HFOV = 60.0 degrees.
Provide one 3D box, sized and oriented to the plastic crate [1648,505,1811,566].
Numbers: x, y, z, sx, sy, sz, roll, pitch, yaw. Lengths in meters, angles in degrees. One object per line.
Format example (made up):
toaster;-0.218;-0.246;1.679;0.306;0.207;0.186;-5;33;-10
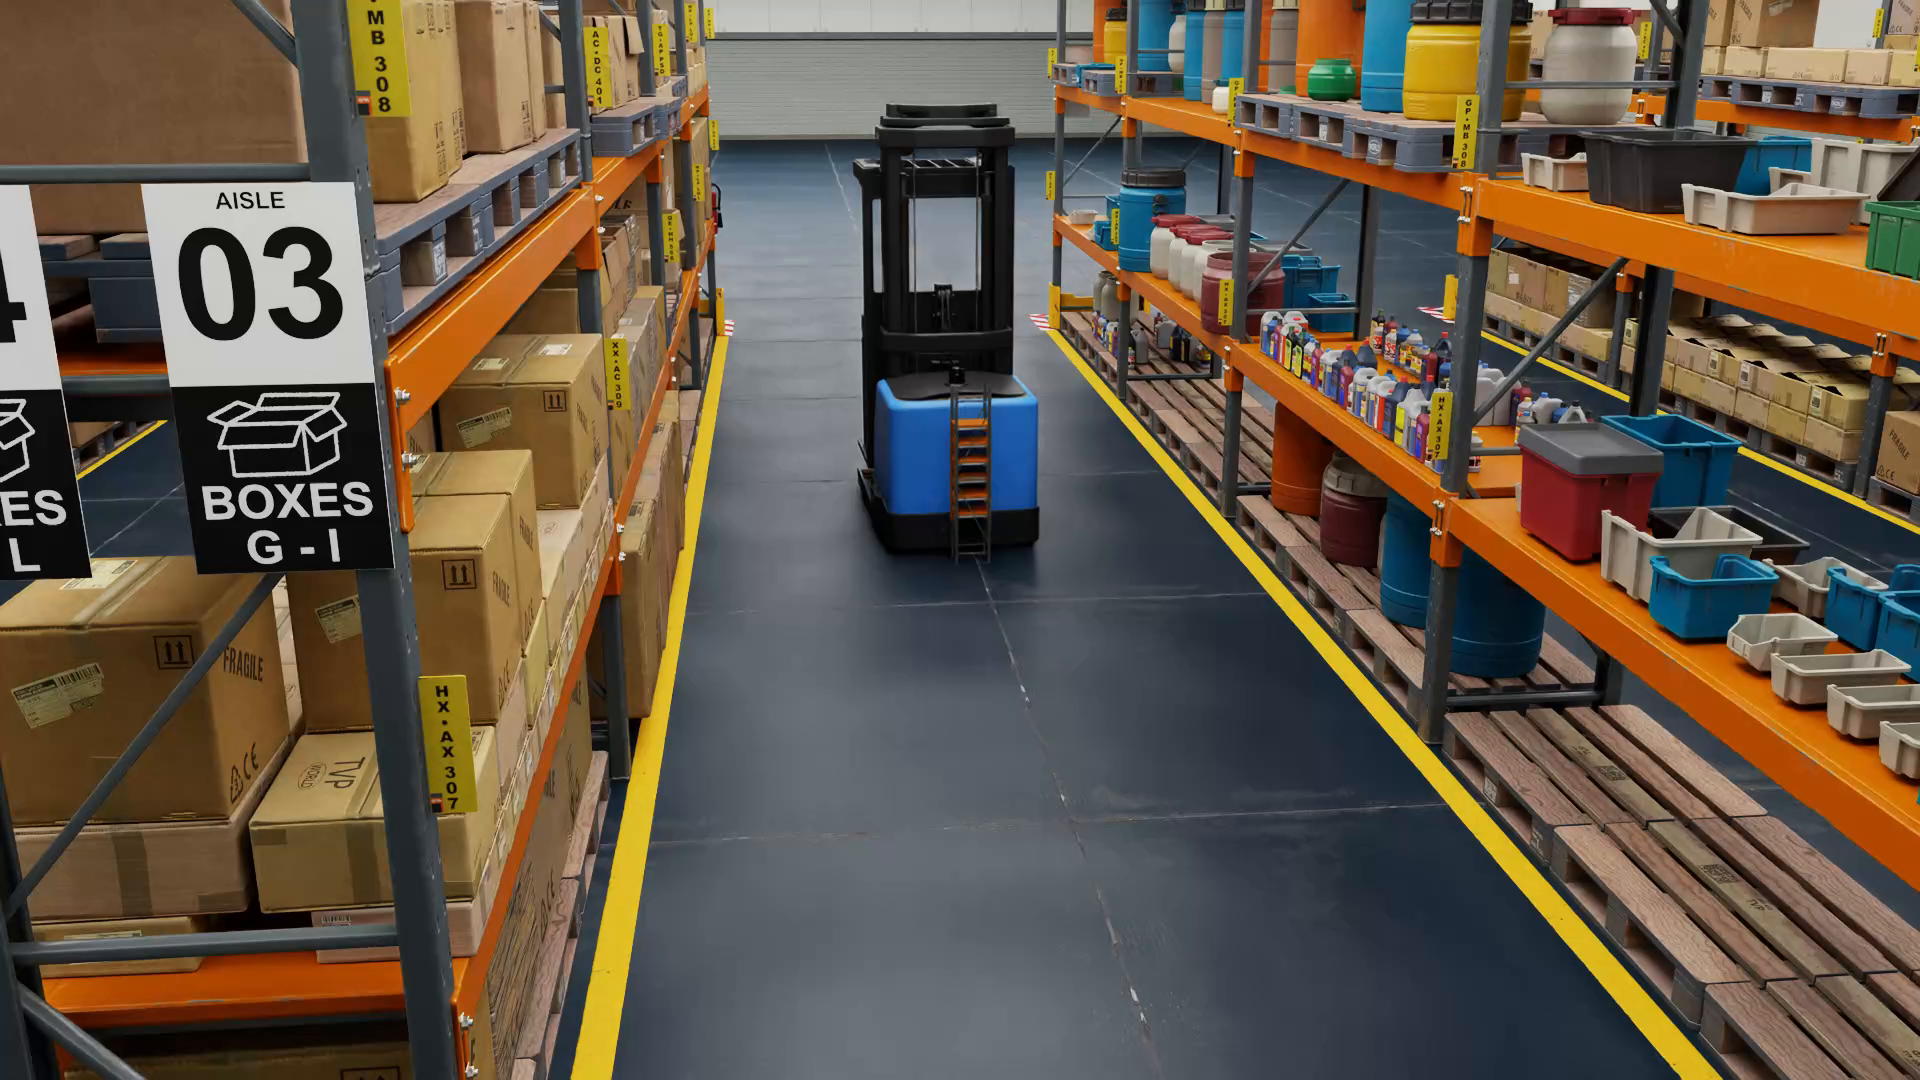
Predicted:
plastic crate;3.220;0.000;7.027;0.437;0.125;0.590;-2;18;-6

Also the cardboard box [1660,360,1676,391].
cardboard box;6.786;-1.571;15.563;0.500;0.250;0.500;-1;17;-4

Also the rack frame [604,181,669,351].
rack frame;-2.502;-1.466;11.340;1.000;3.000;0.127;-2;18;-6

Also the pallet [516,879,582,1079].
pallet;-1.960;1.649;6.071;1.003;0.211;1.213;-2;18;-6

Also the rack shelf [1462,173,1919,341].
rack shelf;3.044;-0.920;5.791;1.077;0.370;4.000;-2;18;-6

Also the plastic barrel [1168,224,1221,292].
plastic barrel;1.968;-2.365;13.977;0.433;0.535;0.433;0;17;0

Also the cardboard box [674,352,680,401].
cardboard box;-2.872;-1.492;14.859;0.700;0.500;0.500;-3;18;-10

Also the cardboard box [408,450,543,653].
cardboard box;-1.569;0.035;5.061;0.500;0.500;0.500;-2;18;-7

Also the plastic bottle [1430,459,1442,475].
plastic bottle;2.475;-0.476;8.392;0.152;0.276;0.135;-2;18;-6

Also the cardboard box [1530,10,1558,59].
cardboard box;6.426;-5.397;17.752;0.500;0.500;0.500;-2;18;-6

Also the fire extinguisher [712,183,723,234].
fire extinguisher;-2.880;-3.861;19.097;0.296;0.674;0.183;-2;18;-6

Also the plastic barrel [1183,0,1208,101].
plastic barrel;2.280;-4.336;14.637;0.600;0.901;0.708;-2;18;-6

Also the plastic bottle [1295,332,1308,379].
plastic bottle;2.188;-1.177;10.612;0.061;0.283;0.133;-2;18;-6

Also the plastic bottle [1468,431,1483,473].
plastic bottle;2.597;-0.450;8.433;0.097;0.201;0.097;0;17;0

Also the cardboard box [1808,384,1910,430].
cardboard box;7.053;-1.076;13.049;0.500;0.311;0.500;-1;17;-4

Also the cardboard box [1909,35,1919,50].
cardboard box;11.259;-5.529;19.071;0.500;0.500;0.500;-1;17;-2

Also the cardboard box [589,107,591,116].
cardboard box;-2.094;-2.234;8.497;0.380;0.149;0.250;-2;18;-8

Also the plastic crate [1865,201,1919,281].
plastic crate;2.864;-0.851;4.725;0.450;0.188;0.336;-2;18;-6

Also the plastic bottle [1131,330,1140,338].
plastic bottle;1.784;-1.974;16.768;0.152;0.276;0.135;-2;18;-6

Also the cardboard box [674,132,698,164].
cardboard box;-2.761;-3.615;15.853;0.500;0.500;0.500;-2;18;-6

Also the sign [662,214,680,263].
sign;-1.950;-2.037;11.224;0.100;0.325;0.005;-2;18;-6

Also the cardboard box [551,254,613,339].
cardboard box;-2.223;-1.196;8.636;0.797;0.503;0.637;-2;17;-5

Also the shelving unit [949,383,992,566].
shelving unit;0.072;-0.435;11.059;0.258;1.200;0.189;-3;18;-8

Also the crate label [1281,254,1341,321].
crate label;2.591;-1.940;12.791;0.502;0.435;0.616;-2;18;-6

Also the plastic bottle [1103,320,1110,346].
plastic bottle;1.543;-2.169;17.398;0.097;0.271;0.097;0;17;0

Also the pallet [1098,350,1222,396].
pallet;1.984;-1.682;16.682;1.003;0.211;1.213;-2;18;-6

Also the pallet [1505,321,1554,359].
pallet;6.770;-2.235;18.444;1.003;0.211;1.213;-2;18;-6

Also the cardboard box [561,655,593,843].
cardboard box;-2.101;0.738;7.165;0.875;0.875;0.875;-2;18;-6

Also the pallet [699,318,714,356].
pallet;-3.271;-2.253;18.503;1.003;0.211;1.213;-2;18;-6

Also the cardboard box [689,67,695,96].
cardboard box;-2.766;-4.317;15.663;0.500;0.250;0.500;-2;18;-6

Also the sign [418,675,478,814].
sign;-1.124;0.451;3.655;0.100;0.325;0.005;-2;18;-6

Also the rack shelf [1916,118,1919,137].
rack shelf;7.558;-2.263;10.071;1.077;0.370;4.000;-2;18;-6

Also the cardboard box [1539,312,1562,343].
cardboard box;6.566;-2.281;17.823;0.500;0.250;0.500;-2;18;-6

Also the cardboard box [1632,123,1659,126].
cardboard box;6.783;-4.061;17.273;0.700;0.500;0.500;-2;18;-6

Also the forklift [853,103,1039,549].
forklift;-0.192;-1.737;12.317;1.130;2.935;3.031;-3;18;-8

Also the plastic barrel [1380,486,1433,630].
plastic barrel;2.725;0.000;9.472;0.600;0.901;0.708;-2;18;-6

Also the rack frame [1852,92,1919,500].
rack frame;7.352;-1.771;12.311;1.000;3.000;0.127;-2;18;-6

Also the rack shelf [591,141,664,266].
rack shelf;-2.296;-1.958;9.100;1.077;0.370;4.000;-2;18;-6

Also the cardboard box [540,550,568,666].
cardboard box;-1.625;0.236;5.672;0.500;0.250;0.500;-2;18;-7

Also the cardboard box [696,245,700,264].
cardboard box;-2.650;-2.686;15.645;0.380;0.149;0.250;-2;18;-6

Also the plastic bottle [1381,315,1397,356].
plastic bottle;2.915;-1.387;11.283;0.061;0.283;0.133;-2;18;-6

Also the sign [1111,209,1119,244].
sign;1.464;-2.929;15.538;0.100;0.325;0.005;-2;18;-6

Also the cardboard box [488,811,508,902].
cardboard box;-1.413;0.845;4.398;0.380;0.149;0.250;-2;18;-6

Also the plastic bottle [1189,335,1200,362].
plastic bottle;2.355;-1.925;16.615;0.152;0.276;0.135;-1;17;-4

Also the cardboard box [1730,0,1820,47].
cardboard box;7.046;-4.527;14.377;0.500;0.500;0.500;0;17;0

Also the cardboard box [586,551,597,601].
cardboard box;-1.652;0.156;6.592;0.380;0.149;0.250;-1;17;-5

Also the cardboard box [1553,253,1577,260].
cardboard box;6.996;-2.953;18.712;0.500;0.500;0.500;-2;18;-6

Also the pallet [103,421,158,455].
pallet;-7.704;-0.977;14.436;1.003;0.211;1.213;-2;18;-6

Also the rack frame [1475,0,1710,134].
rack frame;2.837;-3.290;7.132;1.000;3.000;0.127;-2;18;-6

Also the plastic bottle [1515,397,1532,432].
plastic bottle;3.126;-0.685;9.182;0.097;0.201;0.097;0;17;0

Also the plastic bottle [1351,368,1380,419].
plastic bottle;2.348;-0.844;9.565;0.152;0.276;0.135;-2;18;-6

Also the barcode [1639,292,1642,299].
barcode;6.552;-2.349;15.988;0.001;0.075;0.075;-2;18;-6

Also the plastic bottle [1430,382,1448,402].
plastic bottle;2.560;-0.672;8.893;0.144;0.351;0.185;-2;18;-6

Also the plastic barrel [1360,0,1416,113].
plastic barrel;2.509;-2.802;9.048;0.600;0.901;0.708;-2;18;-6
